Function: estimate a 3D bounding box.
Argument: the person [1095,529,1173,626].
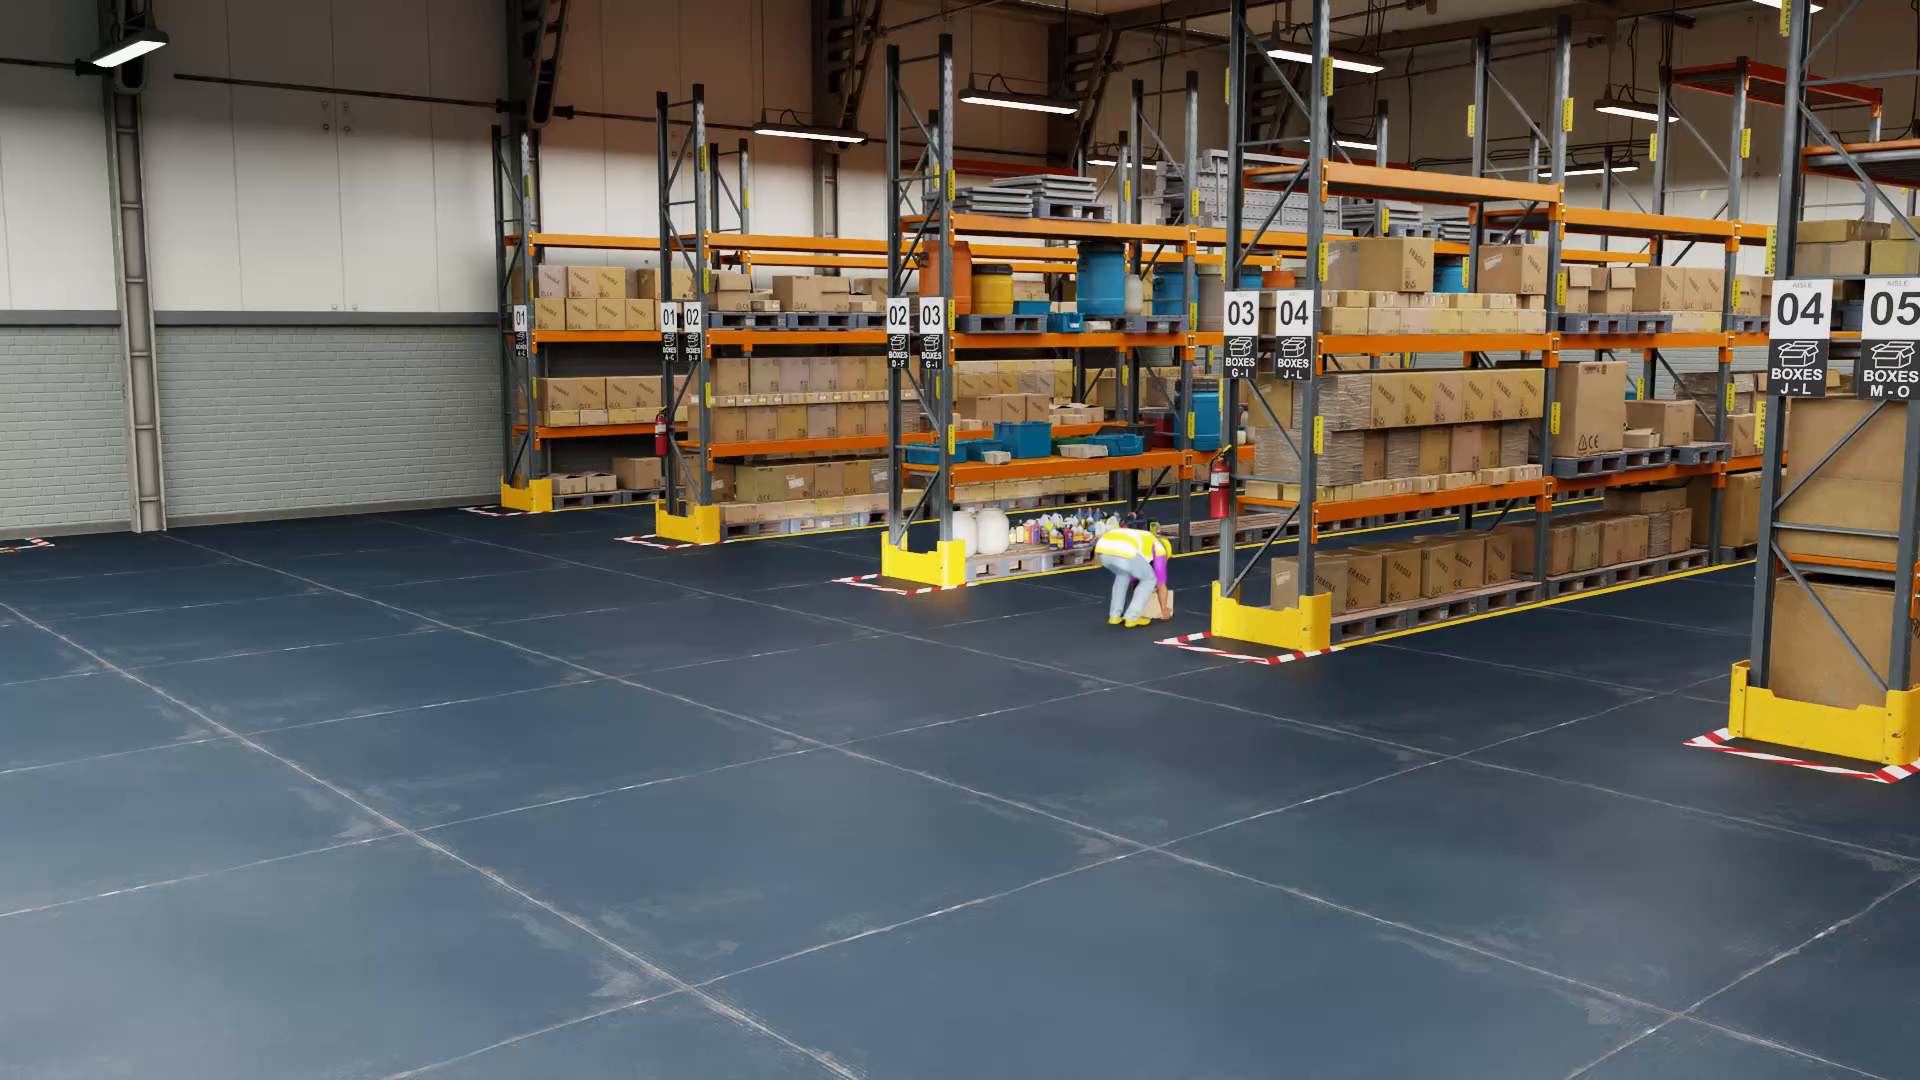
[{"bbox_3d":[1.732,0.337,16.292,0.974,0.939,0.506,-7,10,-44],"label":"person"}]
